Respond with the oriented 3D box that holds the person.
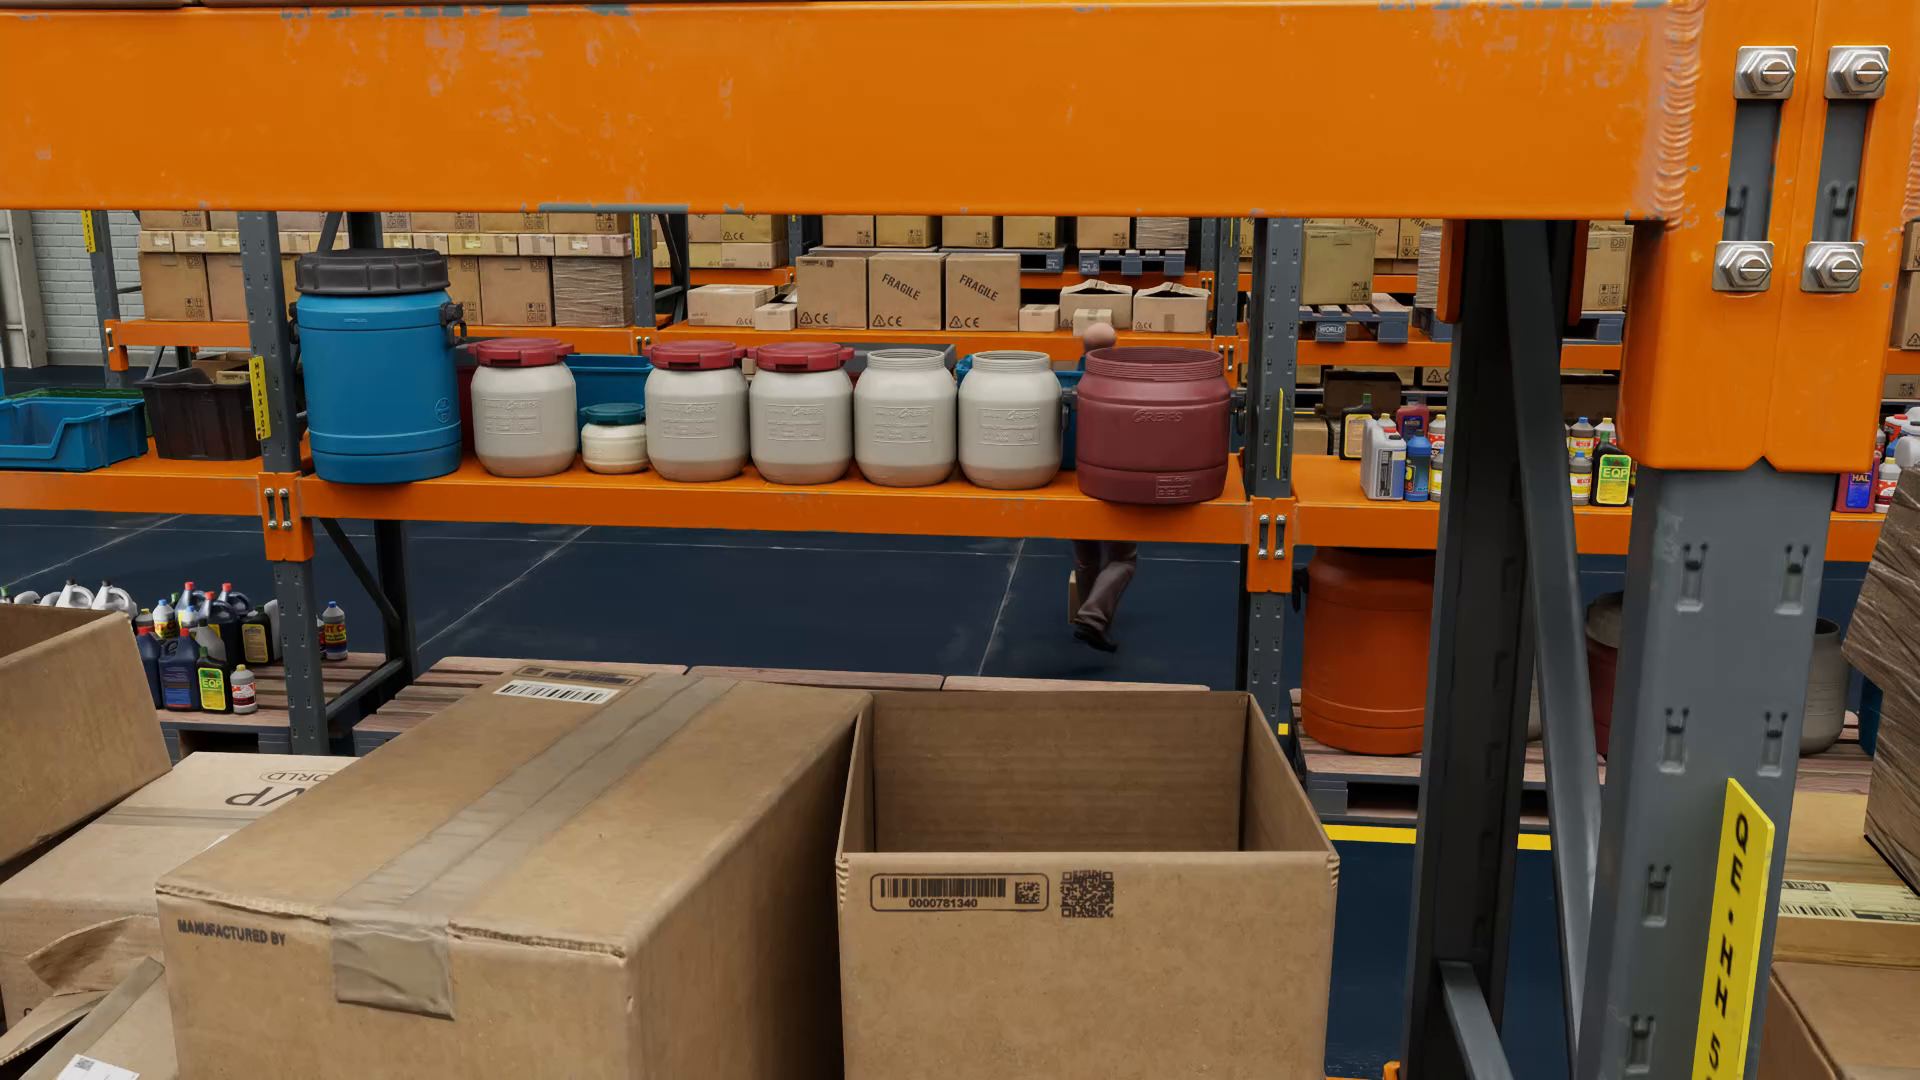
[{"bbox_3d":[0.716,-0.258,8.589,0.535,1.706,0.865,7,16,25],"label":"person"}]
